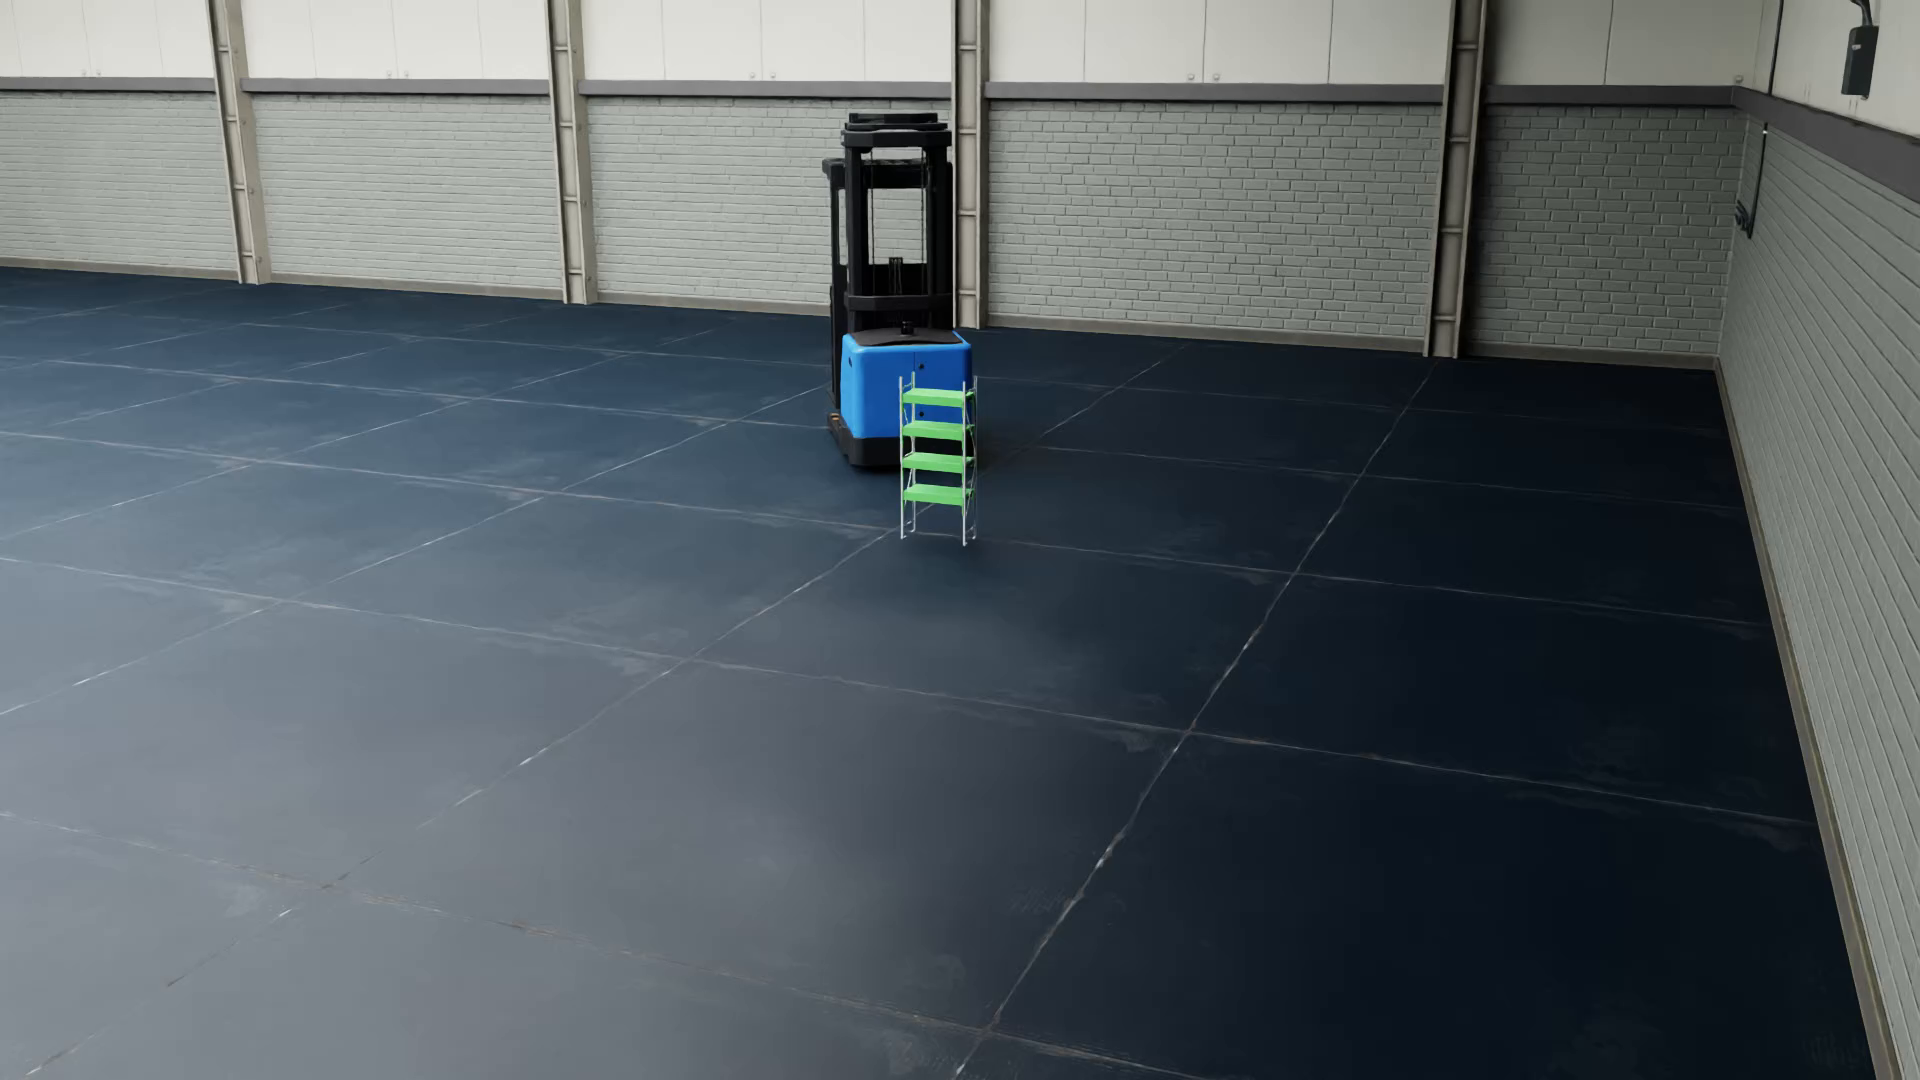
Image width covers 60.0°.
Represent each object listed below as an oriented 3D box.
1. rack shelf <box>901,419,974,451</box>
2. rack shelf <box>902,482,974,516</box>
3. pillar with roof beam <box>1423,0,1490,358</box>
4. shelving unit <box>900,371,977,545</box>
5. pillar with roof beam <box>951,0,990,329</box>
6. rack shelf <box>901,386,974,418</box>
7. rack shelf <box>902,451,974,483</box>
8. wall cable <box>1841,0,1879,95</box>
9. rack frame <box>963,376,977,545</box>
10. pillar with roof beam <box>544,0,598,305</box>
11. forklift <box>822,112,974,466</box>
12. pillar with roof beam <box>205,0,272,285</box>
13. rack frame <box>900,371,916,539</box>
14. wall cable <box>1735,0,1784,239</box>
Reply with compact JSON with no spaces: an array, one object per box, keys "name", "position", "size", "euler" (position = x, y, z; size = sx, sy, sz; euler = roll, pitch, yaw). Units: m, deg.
[{"name":"rack shelf","position":[-0.154,-0.762,12.016],"size":[0.480,0.148,0.258],"euler":[6,17,21]},{"name":"rack shelf","position":[-0.154,-0.301,12.149],"size":[0.480,0.148,0.258],"euler":[6,17,21]},{"name":"pillar with roof beam","position":[4.131,-5.394,14.615],"size":[0.400,9.000,9.100],"euler":[6,17,21]},{"name":"shelving unit","position":[-0.154,-0.593,12.065],"size":[0.503,1.200,0.258],"euler":[6,17,21]},{"name":"pillar with roof beam","position":[-1.450,-6.008,16.729],"size":[0.400,9.000,9.100],"euler":[6,17,21]},{"name":"rack shelf","position":[-0.154,-0.993,11.949],"size":[0.480,0.148,0.258],"euler":[6,17,21]},{"name":"rack shelf","position":[-0.154,-0.532,12.083],"size":[0.480,0.148,0.258],"euler":[6,17,21]},{"name":"wall cable","position":[4.468,-5.039,7.292],"size":[0.169,6.003,2.305],"euler":[6,17,21]},{"name":"rack frame","position":[0.073,-0.568,11.979],"size":[0.015,1.200,0.240],"euler":[6,17,21]},{"name":"pillar with roof beam","position":[-7.032,-6.622,18.843],"size":[0.400,9.000,9.100],"euler":[6,17,21]},{"name":"forklift","position":[-0.653,-2.403,15.195],"size":[1.130,2.935,3.031],"euler":[-3,16,-10]},{"name":"pillar with roof beam","position":[-12.613,-7.236,20.957],"size":[0.400,9.000,9.100],"euler":[6,17,21]},{"name":"rack frame","position":[-0.381,-0.618,12.151],"size":[0.015,1.200,0.240],"euler":[6,17,21]},{"name":"wall cable","position":[7.966,-4.375,16.674],"size":[0.112,2.526,3.097],"euler":[6,17,21]}]
